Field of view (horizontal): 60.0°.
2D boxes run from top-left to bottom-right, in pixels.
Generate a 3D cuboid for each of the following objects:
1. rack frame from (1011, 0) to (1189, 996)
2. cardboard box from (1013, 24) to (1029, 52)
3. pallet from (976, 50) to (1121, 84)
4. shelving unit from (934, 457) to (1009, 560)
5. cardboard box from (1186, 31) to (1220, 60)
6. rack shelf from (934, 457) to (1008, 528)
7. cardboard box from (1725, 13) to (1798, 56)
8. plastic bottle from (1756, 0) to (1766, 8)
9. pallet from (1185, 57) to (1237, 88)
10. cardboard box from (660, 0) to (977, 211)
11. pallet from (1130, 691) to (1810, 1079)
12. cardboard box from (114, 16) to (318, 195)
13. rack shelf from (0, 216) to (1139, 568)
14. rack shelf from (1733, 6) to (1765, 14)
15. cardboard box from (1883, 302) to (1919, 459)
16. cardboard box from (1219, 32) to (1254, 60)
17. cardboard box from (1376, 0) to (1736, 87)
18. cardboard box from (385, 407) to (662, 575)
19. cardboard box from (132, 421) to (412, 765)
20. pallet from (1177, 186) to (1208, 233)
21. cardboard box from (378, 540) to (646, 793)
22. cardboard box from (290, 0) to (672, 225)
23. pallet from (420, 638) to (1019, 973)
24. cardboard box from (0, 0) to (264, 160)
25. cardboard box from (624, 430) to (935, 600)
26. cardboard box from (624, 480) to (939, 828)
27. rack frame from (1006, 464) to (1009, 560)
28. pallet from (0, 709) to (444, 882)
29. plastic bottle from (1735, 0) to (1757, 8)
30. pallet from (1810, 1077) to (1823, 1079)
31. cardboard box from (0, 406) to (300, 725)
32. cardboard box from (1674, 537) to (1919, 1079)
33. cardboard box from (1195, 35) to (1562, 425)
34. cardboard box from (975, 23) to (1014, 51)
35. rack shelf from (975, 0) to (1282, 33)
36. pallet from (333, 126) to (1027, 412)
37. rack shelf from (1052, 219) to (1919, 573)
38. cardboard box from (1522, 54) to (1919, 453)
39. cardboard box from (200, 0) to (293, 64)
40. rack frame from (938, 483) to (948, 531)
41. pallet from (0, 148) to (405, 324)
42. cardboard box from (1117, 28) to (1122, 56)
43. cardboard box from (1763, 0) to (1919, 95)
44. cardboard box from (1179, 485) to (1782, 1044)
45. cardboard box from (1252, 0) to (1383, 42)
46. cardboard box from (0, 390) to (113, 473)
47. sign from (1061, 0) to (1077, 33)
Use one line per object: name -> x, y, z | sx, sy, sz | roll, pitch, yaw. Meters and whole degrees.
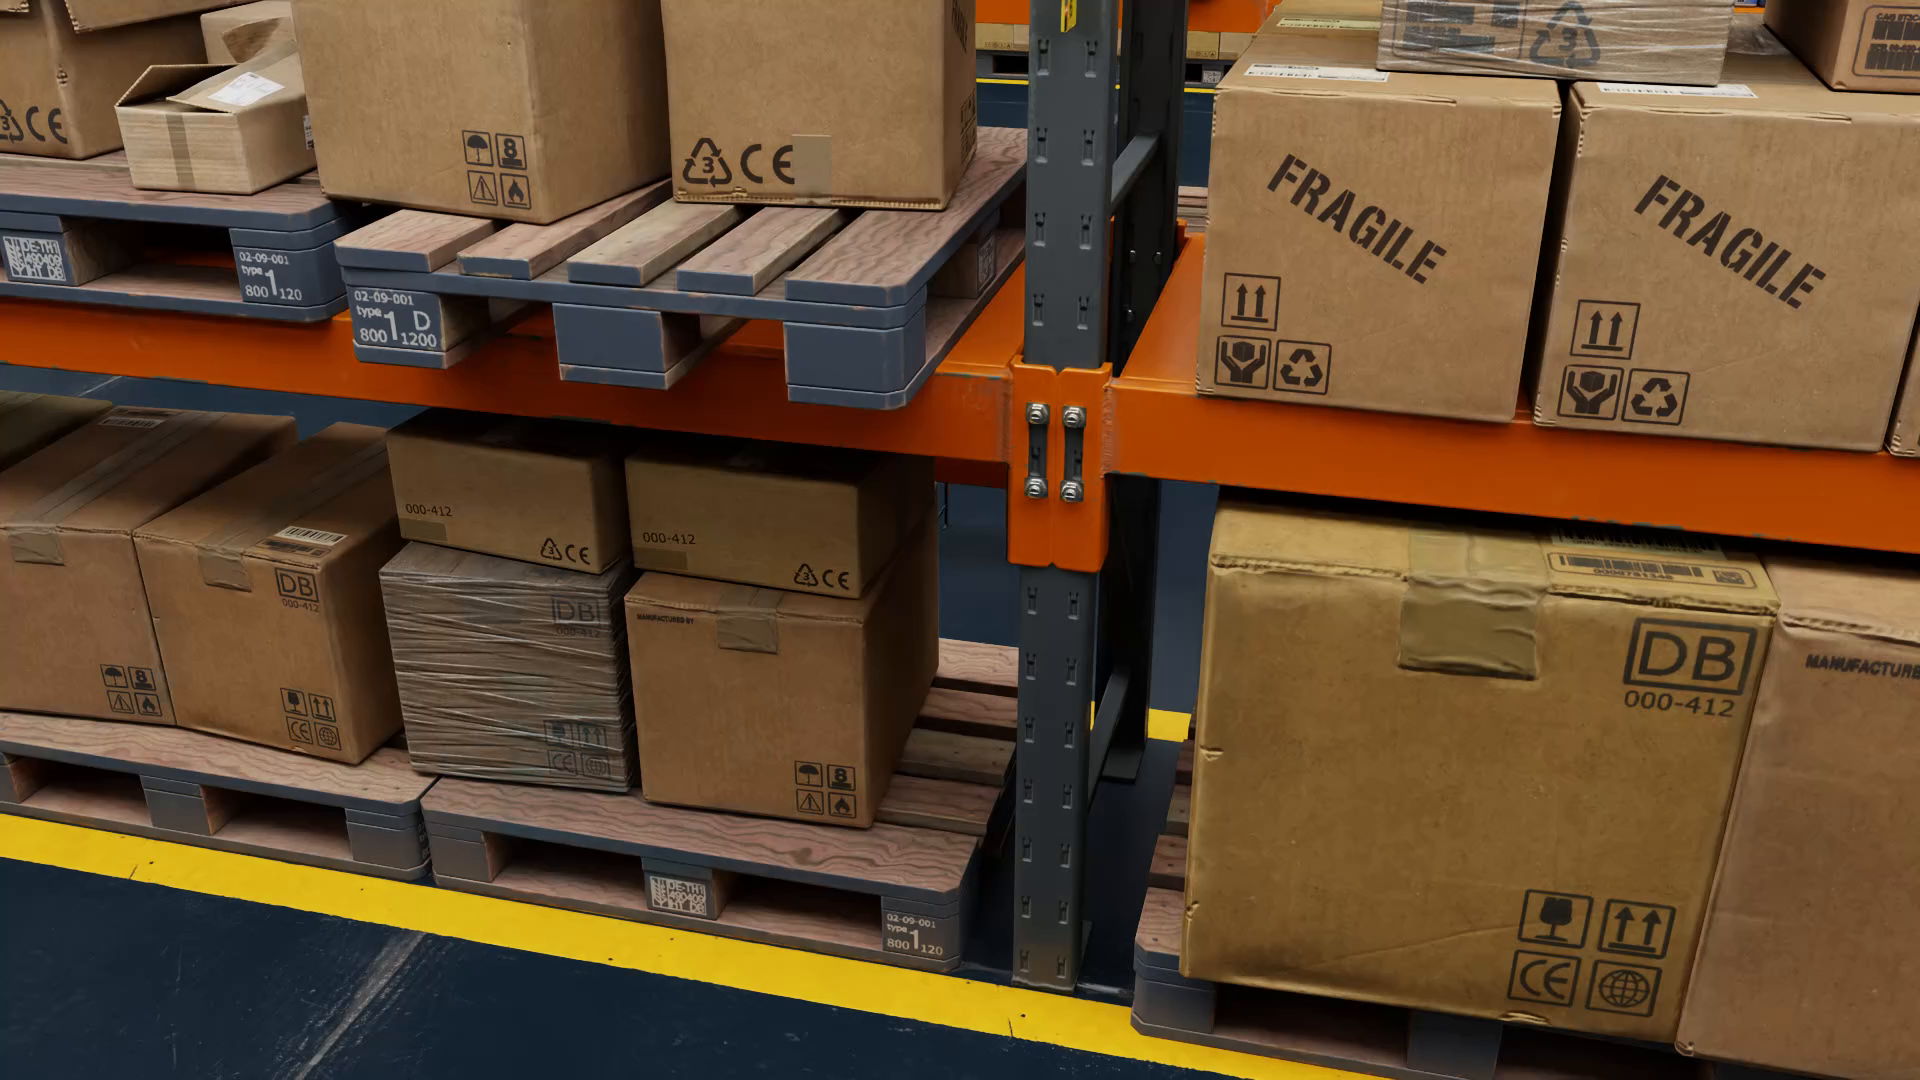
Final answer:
rack frame -> 0.290, -0.655, 3.137 | 0.127, 3.000, 1.000 | 6, 26, 13
cardboard box -> 0.705, -3.845, 12.546 | 0.500, 0.250, 0.500 | 7, 26, 14
pallet -> 0.795, -3.756, 12.893 | 1.213, 0.211, 1.003 | 6, 26, 13
shelving unit -> 0.052, -0.468, 5.012 | 0.252, 1.050, 0.215 | 6, 26, 13
cardboard box -> 1.690, -3.736, 12.317 | 0.500, 0.250, 0.500 | 6, 26, 12
rack shelf -> 0.052, -0.208, 5.136 | 0.240, 0.259, 0.215 | 6, 26, 13
cardboard box -> 1.311, -0.695, 3.104 | 0.500, 0.500, 0.500 | 6, 26, 13
plastic bottle -> 3.359, -2.347, 6.747 | 0.185, 0.351, 0.144 | 6, 26, 13
pallet -> 1.973, -3.624, 12.617 | 1.213, 0.211, 1.003 | 6, 26, 13
cardboard box -> -0.243, -0.931, 3.112 | 0.500, 0.500, 0.500 | 3, 26, 7
pallet -> 1.035, 0.720, 3.493 | 1.213, 0.211, 1.003 | 6, 26, 13
cardboard box -> -1.393, -0.850, 3.214 | 0.258, 0.266, 0.396 | 6, 26, 12
rack shelf -> -1.647, -0.545, 3.741 | 4.000, 0.370, 1.077 | 6, 26, 13
rack shelf -> 3.460, -2.178, 7.173 | 4.000, 0.370, 1.077 | 6, 26, 13
cardboard box -> 1.690, -0.427, 2.542 | 0.500, 0.500, 0.500 | 6, 26, 12
cardboard box -> 2.190, -3.682, 12.204 | 0.500, 0.250, 0.500 | 7, 26, 14
cardboard box -> 0.994, -1.068, 2.721 | 0.637, 0.503, 0.797 | 7, 26, 15
cardboard box -> -0.883, -0.176, 3.653 | 0.500, 0.250, 0.500 | 9, 27, 19
cardboard box -> -1.455, 0.099, 3.948 | 0.500, 0.500, 0.700 | 9, 27, 17
pallet -> 0.783, -1.557, 8.275 | 1.213, 0.211, 1.003 | 6, 26, 13
cardboard box -> -0.905, 0.157, 3.826 | 0.500, 0.500, 0.700 | 4, 26, 9
cardboard box -> -0.809, -0.949, 3.150 | 0.500, 0.500, 0.700 | 10, 27, 21
pallet -> -0.467, 0.520, 3.913 | 1.213, 0.211, 1.003 | 6, 26, 13
cardboard box -> -1.882, -1.173, 3.615 | 0.637, 0.503, 0.797 | 9, 27, 18
cardboard box -> -0.367, -0.123, 3.543 | 0.500, 0.250, 0.500 | 7, 26, 15
cardboard box -> -0.364, 0.211, 3.713 | 0.500, 0.500, 0.700 | 5, 26, 10
rack frame -> 0.170, -0.455, 4.985 | 0.008, 1.050, 0.200 | 6, 26, 13
pallet -> -1.645, 0.388, 4.189 | 1.213, 0.211, 1.003 | 6, 26, 13
plastic bottle -> 3.205, -2.332, 6.803 | 0.135, 0.276, 0.152 | 6, 26, 13
pallet -> 2.212, 0.851, 3.217 | 1.213, 0.211, 1.003 | 6, 26, 13
cardboard box -> -1.996, 0.040, 4.073 | 0.500, 0.500, 0.700 | 4, 26, 9
cardboard box -> 1.814, 0.296, 3.123 | 0.875, 0.875, 1.225 | 6, 26, 13
cardboard box -> 0.693, -0.535, 2.768 | 0.500, 0.500, 0.500 | 7, 26, 15
cardboard box -> 0.213, -3.899, 12.661 | 0.500, 0.250, 0.500 | 6, 26, 11
rack shelf -> -0.414, -2.607, 8.072 | 4.000, 0.370, 1.077 | 6, 26, 13
pallet -> -0.427, -0.601, 3.245 | 1.003, 0.211, 1.213 | 6, 26, 13
rack shelf -> 2.227, -0.116, 2.842 | 4.000, 0.370, 1.077 | 6, 26, 13
cardboard box -> 1.193, -0.481, 2.654 | 0.500, 0.500, 0.500 | 6, 26, 12
cardboard box -> -1.276, -1.052, 3.657 | 0.500, 0.250, 0.500 | 6, 26, 12
rack frame -> -0.066, -0.481, 5.040 | 0.008, 1.050, 0.200 | 6, 26, 13
pallet -> -1.638, -0.764, 3.587 | 1.213, 0.211, 1.003 | 6, 26, 13
cardboard box -> 1.204, -3.791, 12.433 | 0.500, 0.250, 0.500 | 7, 26, 14
cardboard box -> 1.624, -0.997, 2.572 | 0.637, 0.503, 0.797 | 7, 26, 14
cardboard box -> 0.953, 0.197, 3.330 | 0.875, 0.875, 1.225 | 5, 26, 11
cardboard box -> 0.829, -0.751, 3.221 | 0.500, 0.500, 0.500 | 7, 26, 15
cardboard box -> -2.538, -0.020, 4.198 | 0.500, 0.500, 0.700 | 6, 26, 13
sign -> 0.164, -0.915, 2.428 | 0.005, 0.325, 0.100 | 6, 26, 13
